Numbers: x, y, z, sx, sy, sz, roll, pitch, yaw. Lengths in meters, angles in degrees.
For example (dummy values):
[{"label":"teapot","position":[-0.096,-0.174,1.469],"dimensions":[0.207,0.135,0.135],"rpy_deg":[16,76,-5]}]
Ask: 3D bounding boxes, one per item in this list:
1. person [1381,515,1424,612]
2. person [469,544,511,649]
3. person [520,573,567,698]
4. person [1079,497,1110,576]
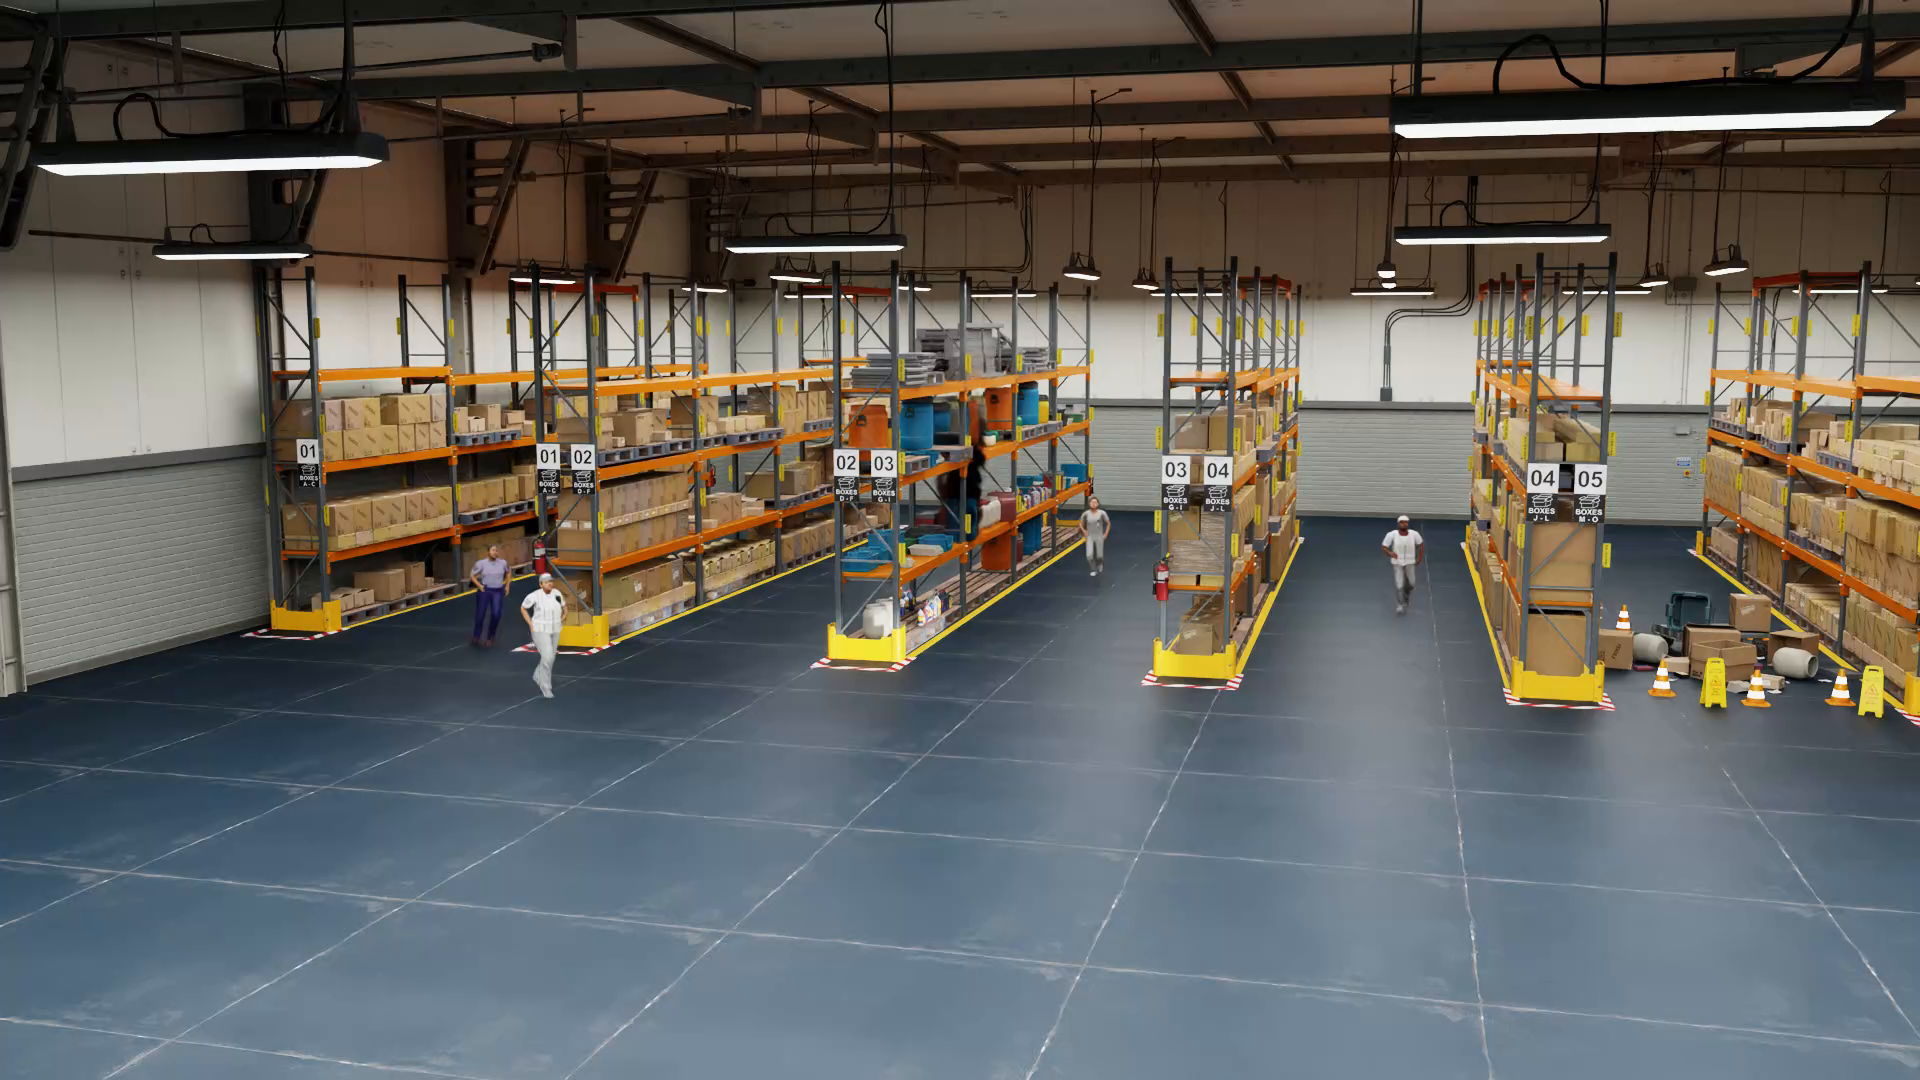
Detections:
[{"label":"person","position":[7.829,0.423,29.351],"dimensions":[0.770,1.721,0.498],"rpy_deg":[1,7,4]},{"label":"person","position":[-7.420,0.885,26.323],"dimensions":[0.671,1.655,0.665],"rpy_deg":[-3,8,-20]},{"label":"person","position":[-5.707,1.302,22.899],"dimensions":[0.704,1.741,0.627],"rpy_deg":[7,10,43]},{"label":"person","position":[2.580,-0.074,31.938],"dimensions":[0.604,1.514,0.581],"rpy_deg":[1,7,7]}]
